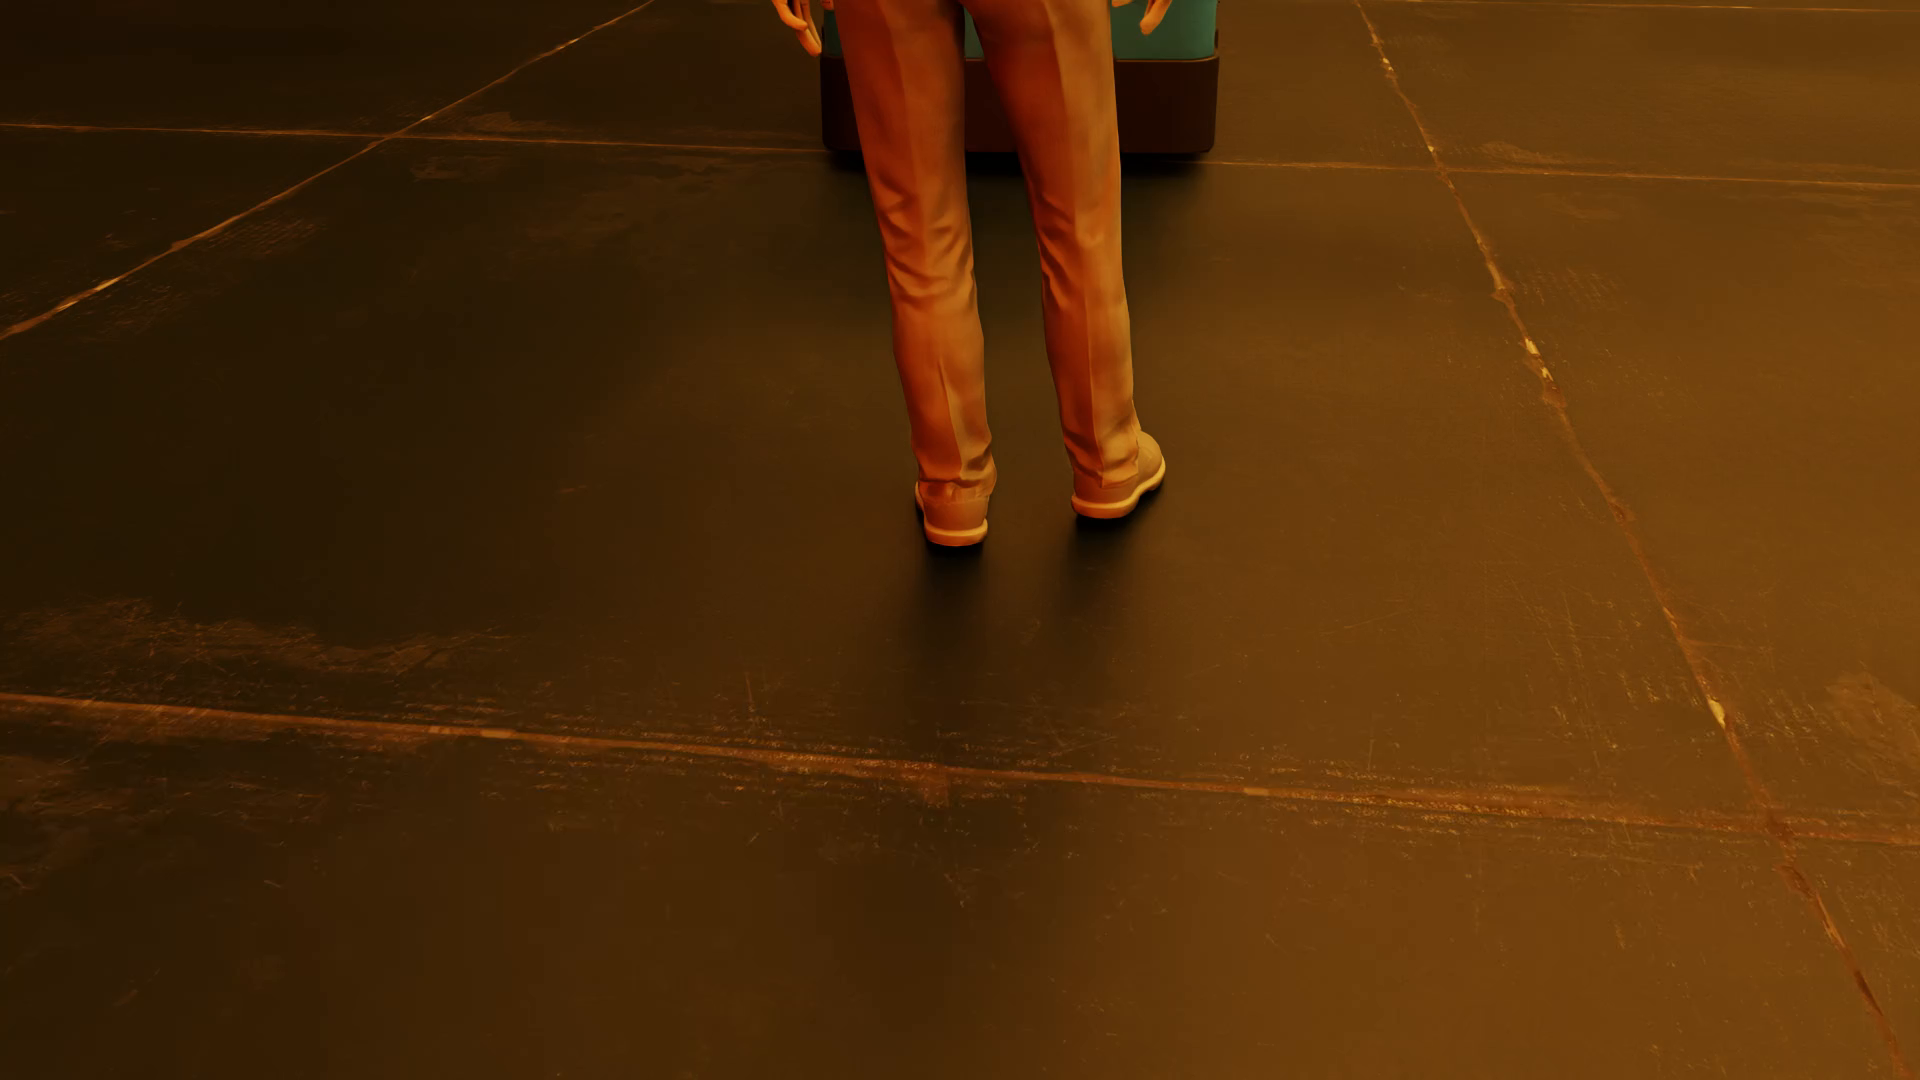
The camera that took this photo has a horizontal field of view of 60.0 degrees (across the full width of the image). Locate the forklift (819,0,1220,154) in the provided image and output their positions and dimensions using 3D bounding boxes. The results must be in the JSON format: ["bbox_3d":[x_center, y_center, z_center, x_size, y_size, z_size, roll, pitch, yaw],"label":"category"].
[{"bbox_3d":[0.206,-2.944,5.118,1.130,2.935,3.031,1,27,2],"label":"forklift"}]

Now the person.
[{"bbox_3d":[0.015,-0.794,2.179,0.587,1.695,0.531,3,27,7],"label":"person"}]
